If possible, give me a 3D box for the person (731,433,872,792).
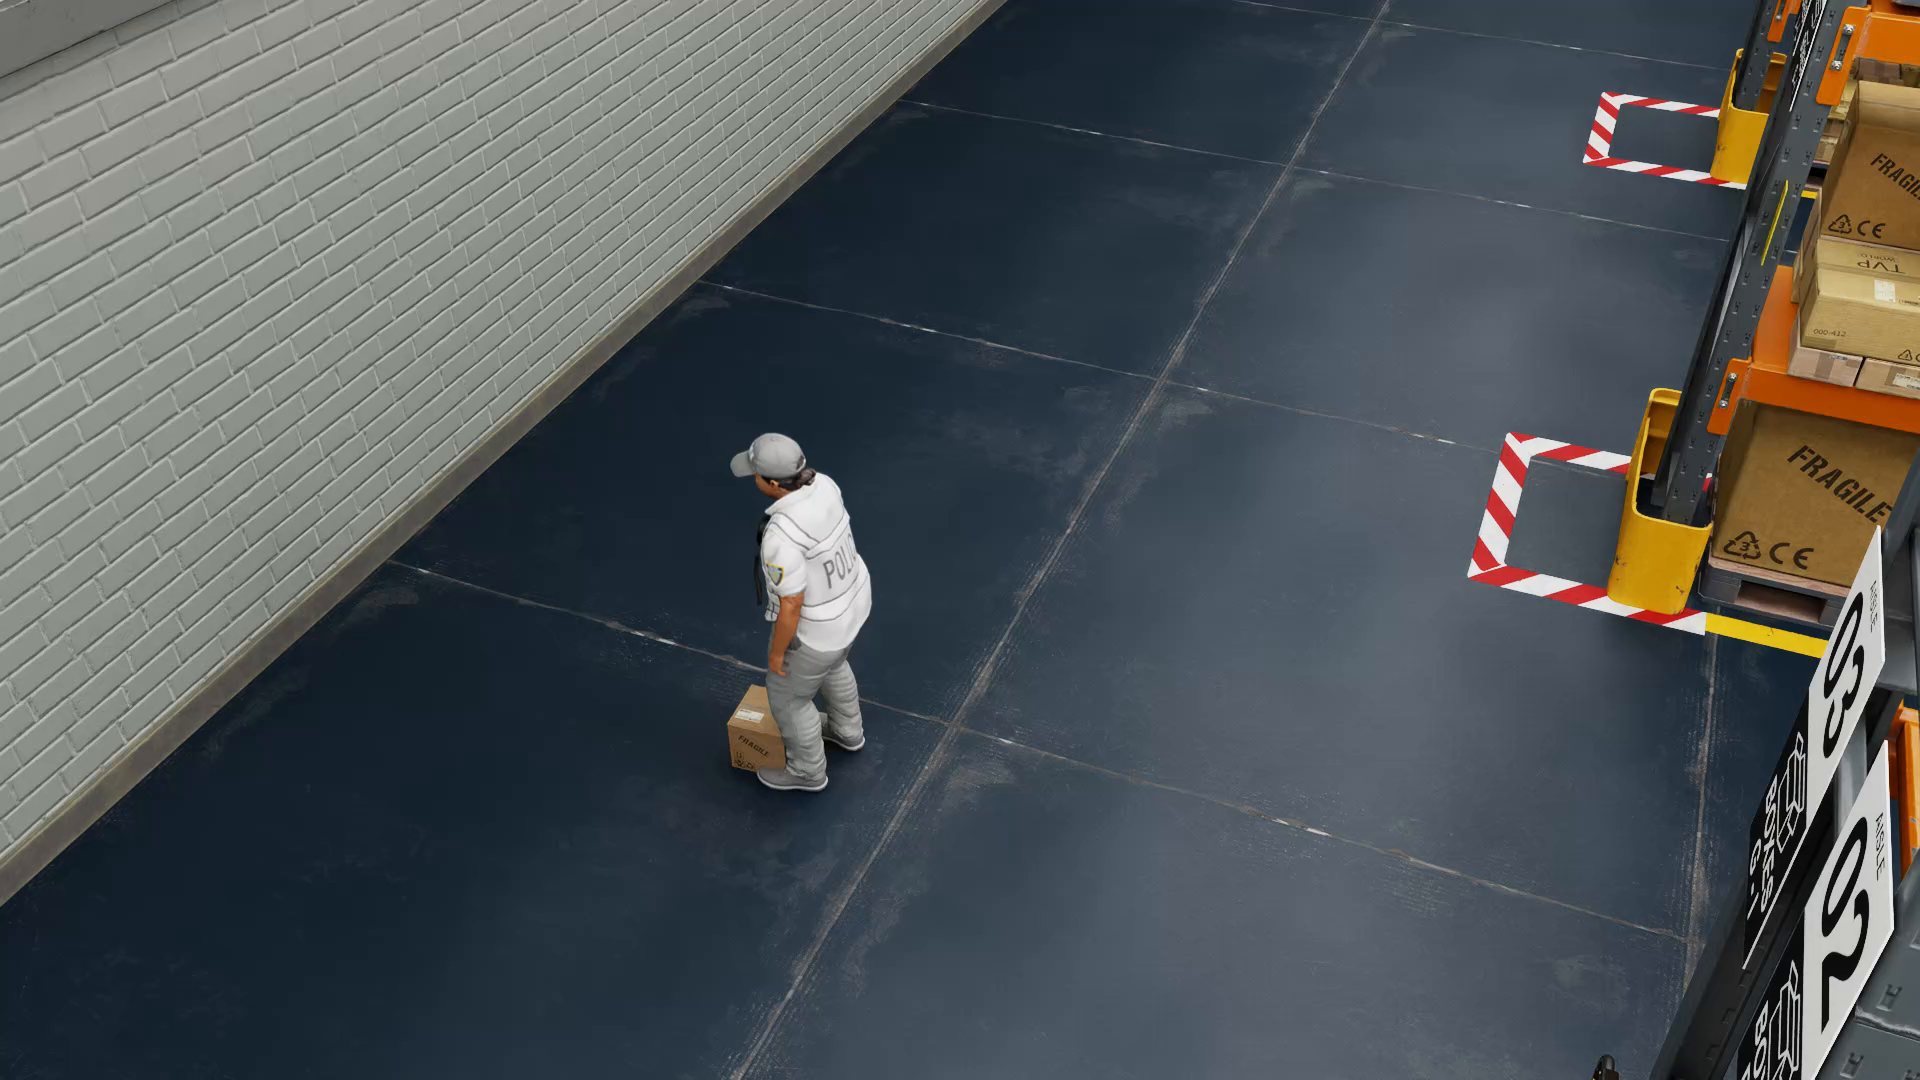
[{"bbox_3d":[-0.596,0.288,6.440,0.473,1.666,0.548,14,40,17],"label":"person"}]
